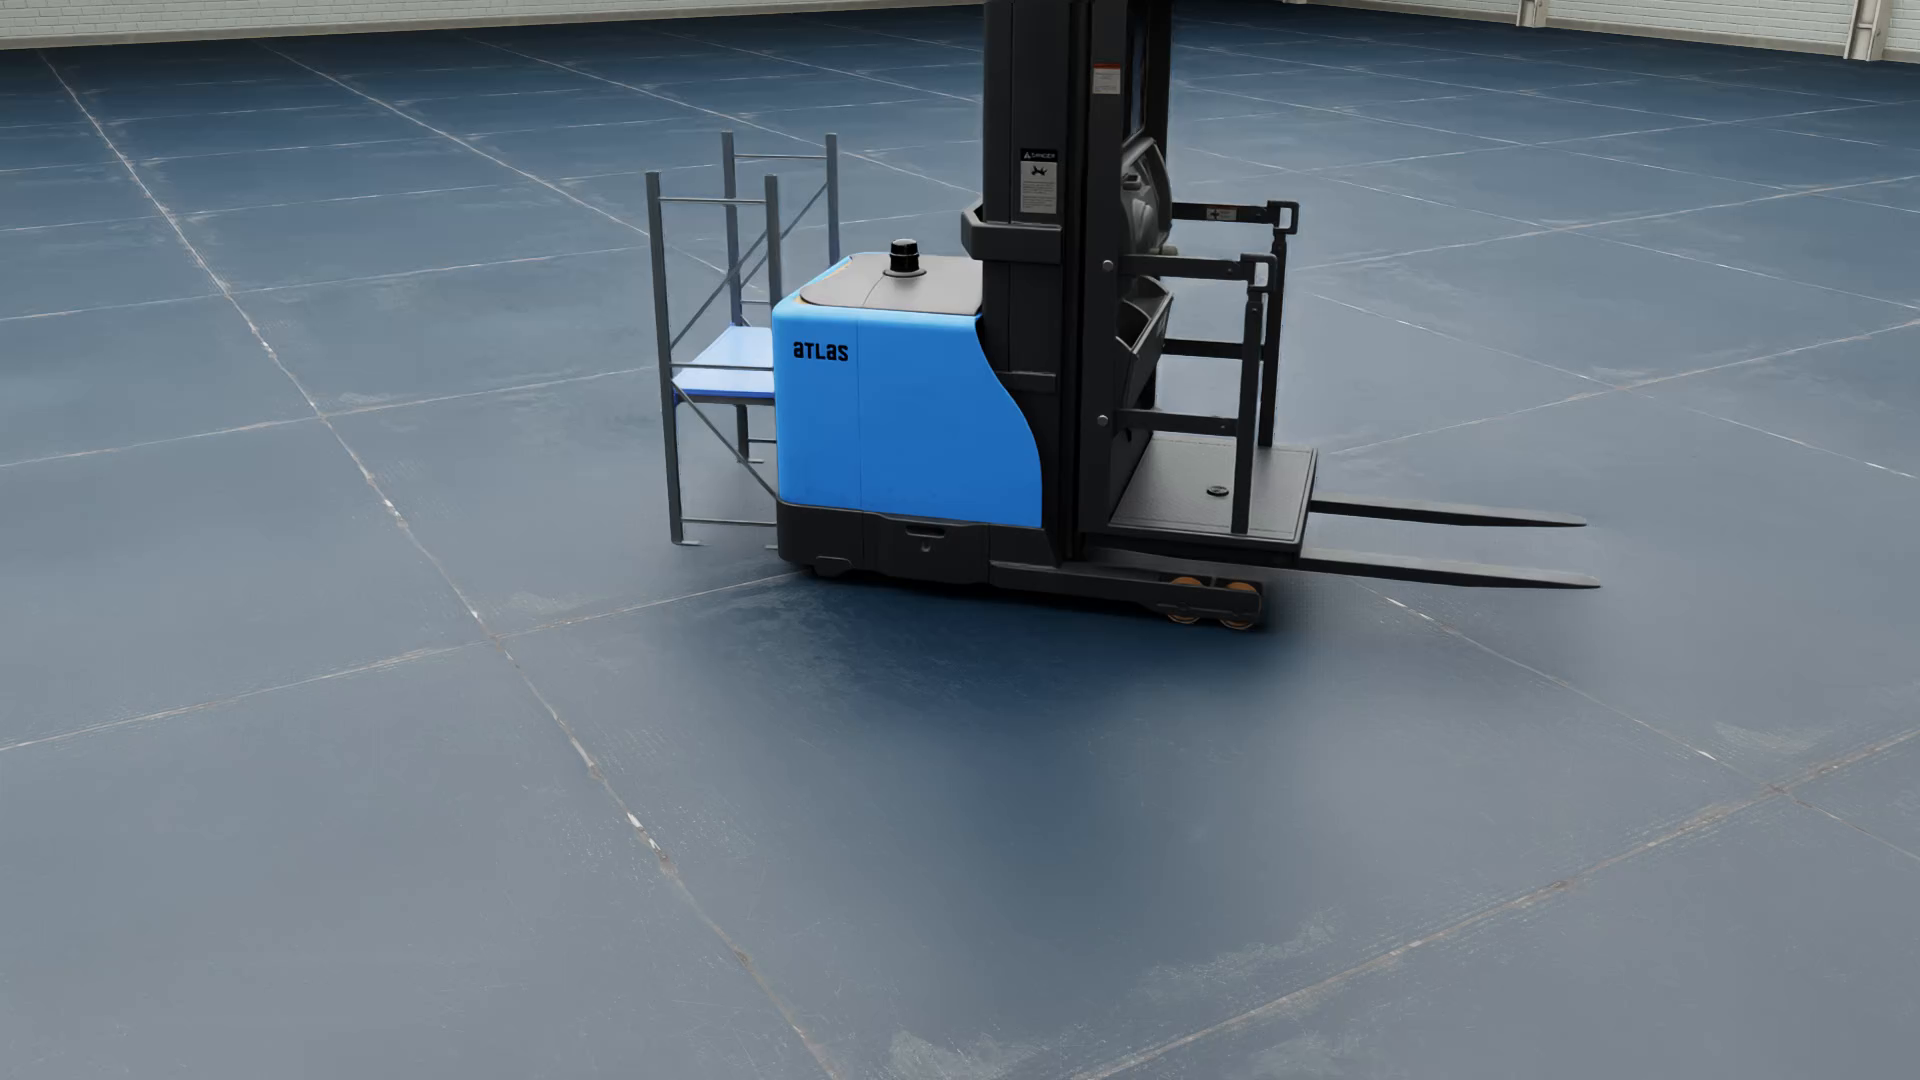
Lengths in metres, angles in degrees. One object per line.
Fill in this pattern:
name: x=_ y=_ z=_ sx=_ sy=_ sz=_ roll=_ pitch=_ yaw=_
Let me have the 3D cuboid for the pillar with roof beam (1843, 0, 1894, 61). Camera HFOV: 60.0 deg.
pillar with roof beam: x=9.112 y=-10.166 z=19.873 sx=9.100 sy=9.000 sz=0.400 roll=-13 pitch=25 yaw=-28

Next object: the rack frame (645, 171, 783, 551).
rack frame: x=-0.925 y=-0.669 z=6.466 sx=0.500 sy=1.500 sz=0.032 roll=3 pitch=22 yaw=8

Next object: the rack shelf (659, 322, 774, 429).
rack shelf: x=-0.850 y=-0.692 z=6.999 sx=0.538 sy=0.185 sz=1.000 roll=3 pitch=22 yaw=8

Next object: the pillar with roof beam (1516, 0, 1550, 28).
pillar with roof beam: x=6.047 y=-12.109 z=24.651 sx=9.100 sy=9.000 sz=0.400 roll=-13 pitch=25 yaw=-28

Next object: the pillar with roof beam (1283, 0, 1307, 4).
pillar with roof beam: x=2.982 y=-14.051 z=29.430 sx=9.100 sy=9.000 sz=0.400 roll=-13 pitch=25 yaw=-28

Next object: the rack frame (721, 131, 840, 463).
rack frame: x=-0.775 y=-1.048 z=7.397 sx=0.500 sy=1.500 sz=0.032 roll=3 pitch=22 yaw=8

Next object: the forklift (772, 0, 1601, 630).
forklift: x=0.865 y=-1.256 z=6.010 sx=3.031 sy=2.935 sz=1.130 roll=6 pitch=23 yaw=14

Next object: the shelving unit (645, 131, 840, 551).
shelving unit: x=-0.850 y=-0.858 z=6.931 sx=0.538 sy=1.500 sz=1.048 roll=3 pitch=22 yaw=8
